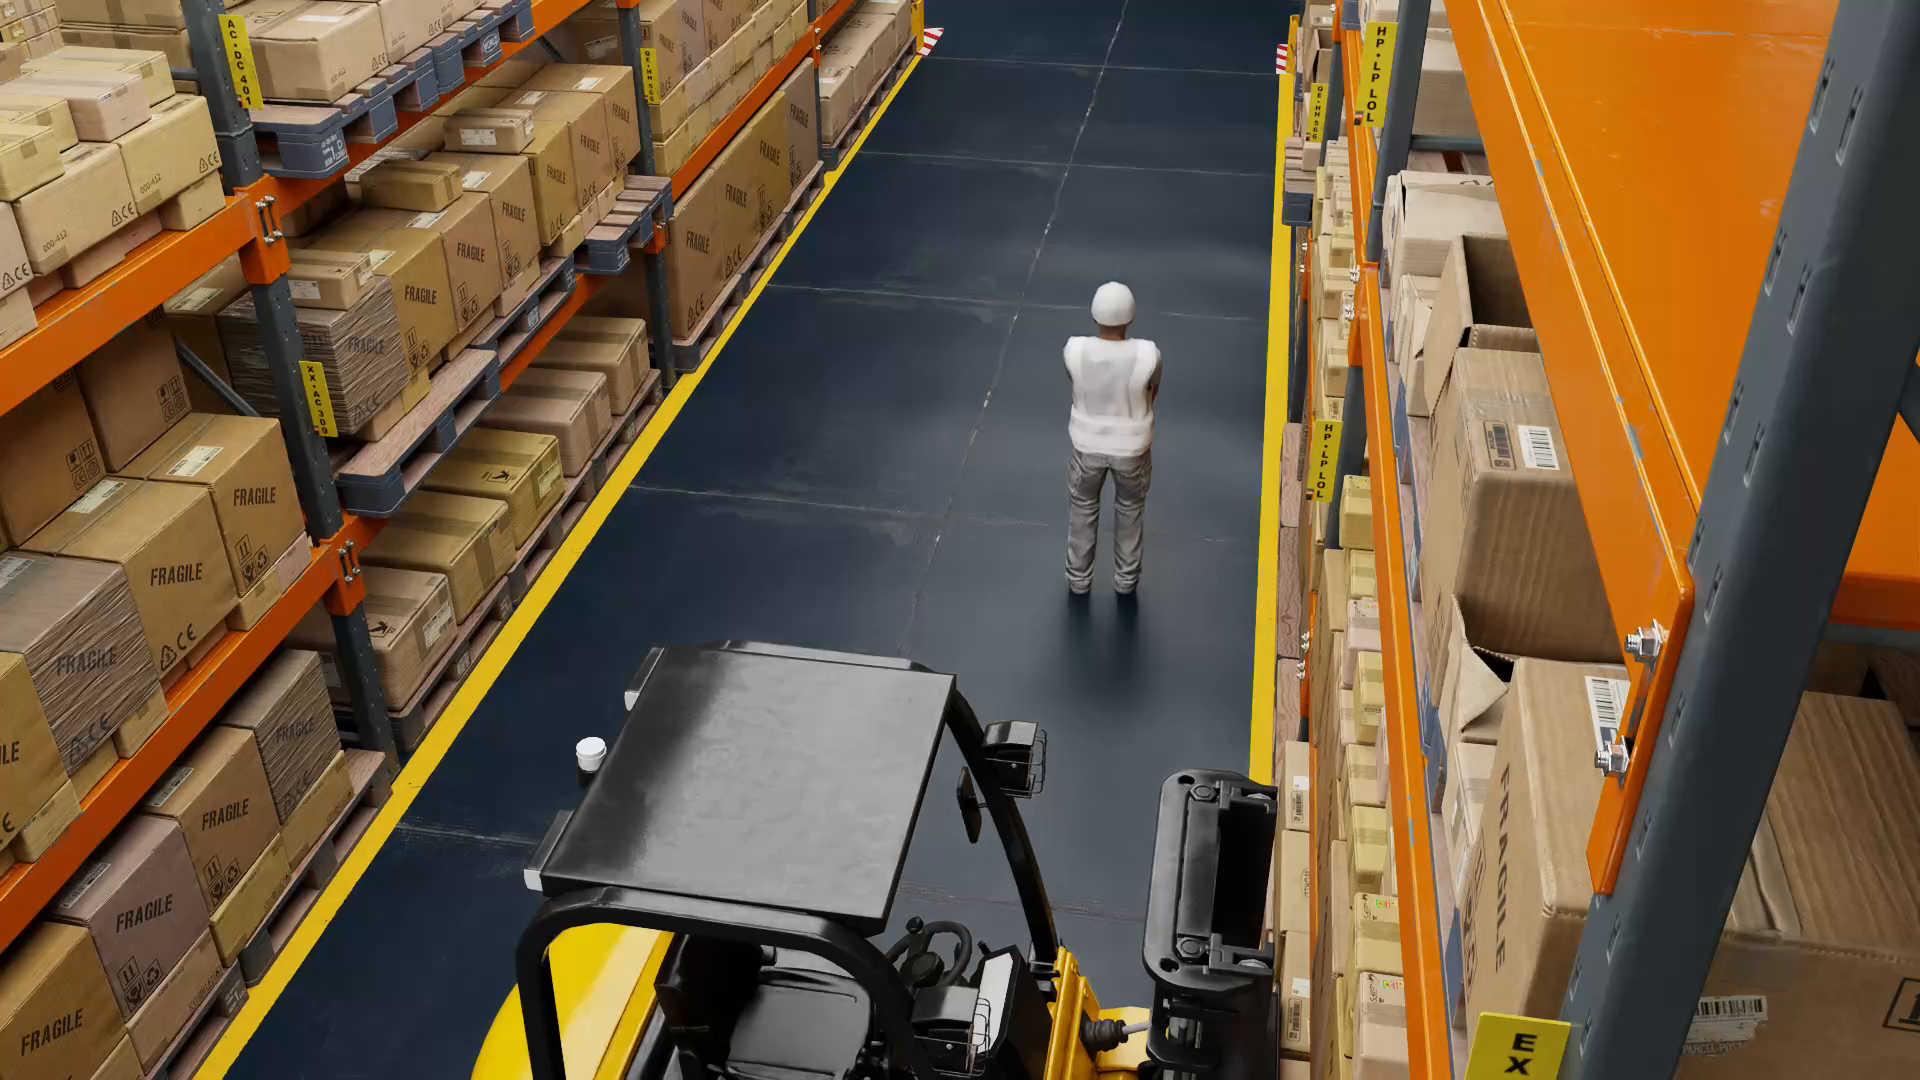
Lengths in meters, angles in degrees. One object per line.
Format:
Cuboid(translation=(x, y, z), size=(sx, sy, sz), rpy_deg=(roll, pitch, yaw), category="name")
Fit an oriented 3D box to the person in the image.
Cuboid(translation=(0.769, -0.548, 8.497), size=(0.487, 1.778, 0.575), rpy_deg=(5, 32, 8), category="person")
